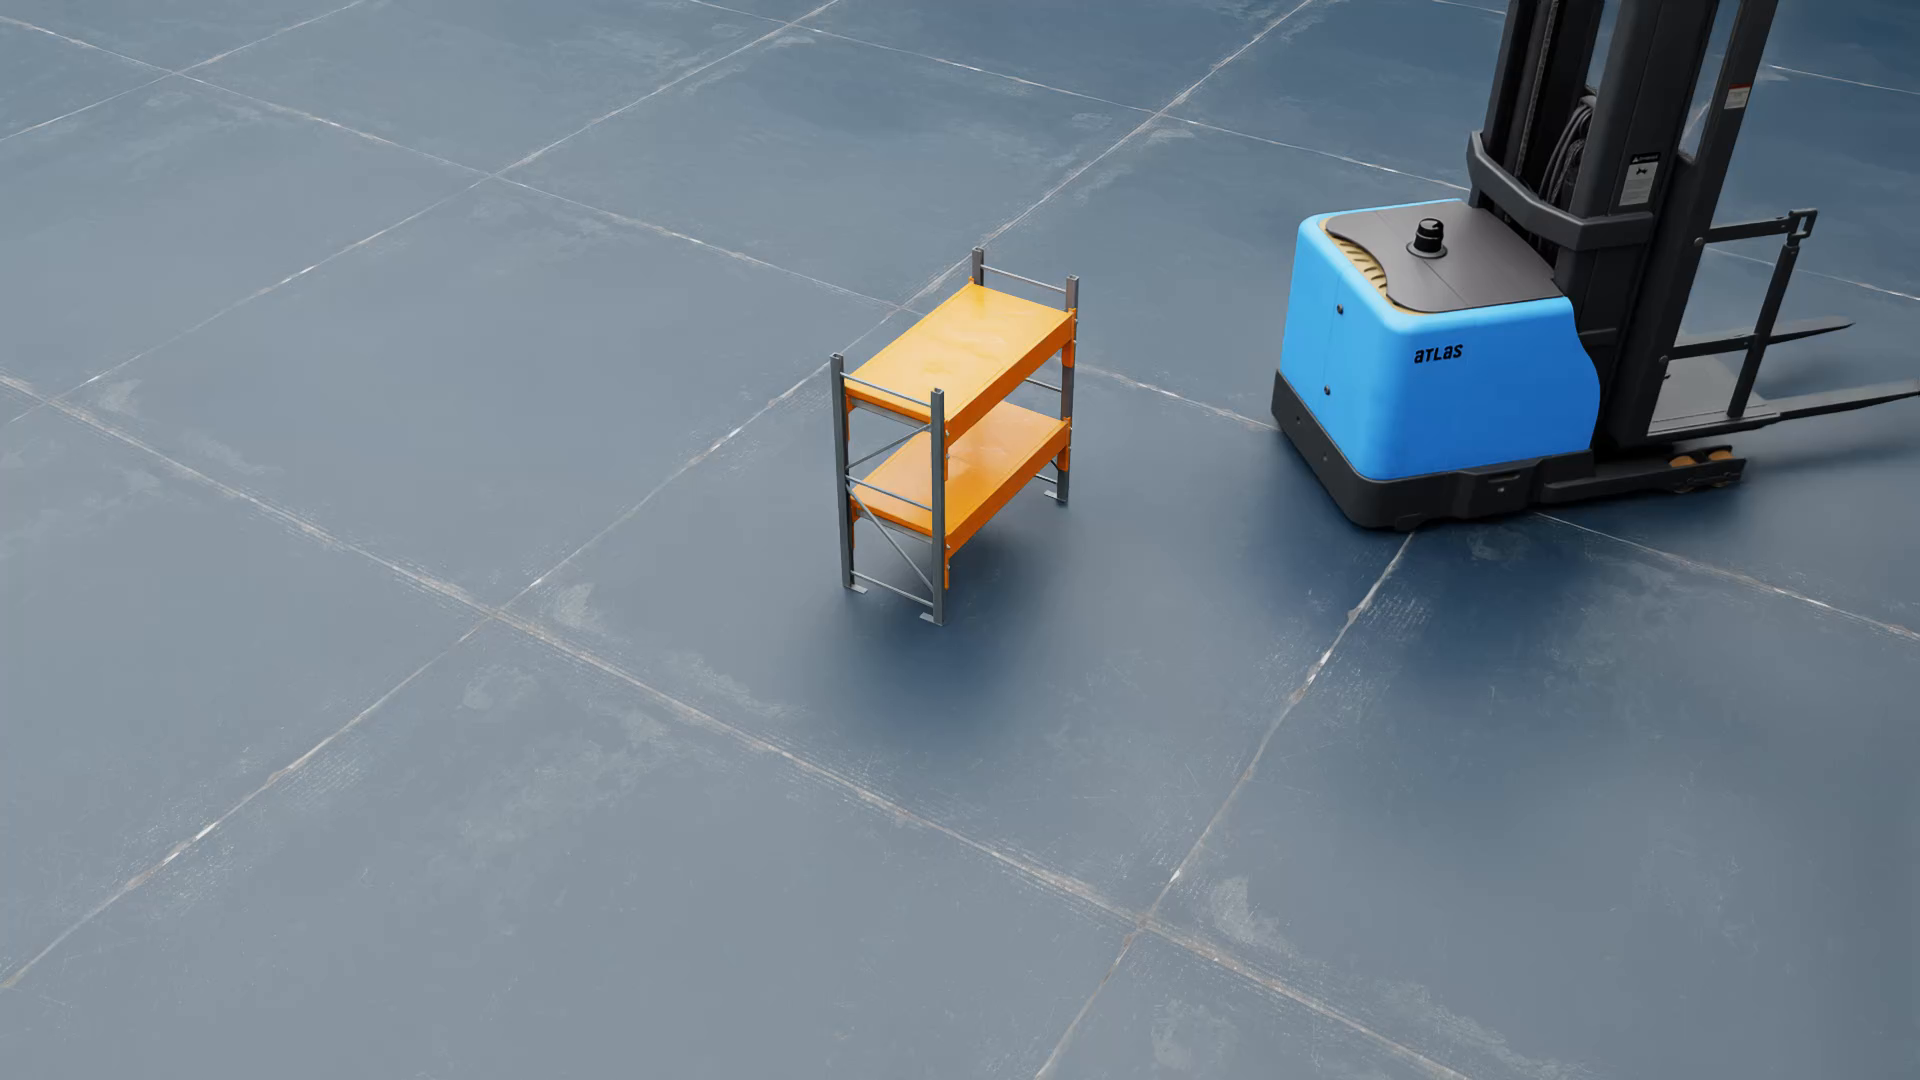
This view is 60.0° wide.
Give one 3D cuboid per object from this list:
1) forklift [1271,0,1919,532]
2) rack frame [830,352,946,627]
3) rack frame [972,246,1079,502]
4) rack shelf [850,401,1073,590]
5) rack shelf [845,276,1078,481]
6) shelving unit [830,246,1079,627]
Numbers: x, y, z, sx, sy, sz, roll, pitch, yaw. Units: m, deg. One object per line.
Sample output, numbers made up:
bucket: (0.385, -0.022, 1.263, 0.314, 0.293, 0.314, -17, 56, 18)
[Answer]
forklift: (3.057, -1.678, 7.026, 3.031, 2.935, 1.130, -9, 38, -11)
rack frame: (-0.276, -0.180, 6.562, 0.500, 1.125, 0.032, 21, 42, 25)
rack frame: (0.269, -0.704, 7.242, 0.500, 1.125, 0.032, 21, 42, 25)
rack shelf: (-0.004, -0.248, 7.051, 0.538, 0.278, 1.000, 21, 42, 25)
rack shelf: (-0.004, -0.674, 6.723, 0.538, 0.278, 1.000, 21, 42, 25)
shelving unit: (-0.004, -0.442, 6.902, 0.538, 1.125, 1.048, 21, 42, 25)
